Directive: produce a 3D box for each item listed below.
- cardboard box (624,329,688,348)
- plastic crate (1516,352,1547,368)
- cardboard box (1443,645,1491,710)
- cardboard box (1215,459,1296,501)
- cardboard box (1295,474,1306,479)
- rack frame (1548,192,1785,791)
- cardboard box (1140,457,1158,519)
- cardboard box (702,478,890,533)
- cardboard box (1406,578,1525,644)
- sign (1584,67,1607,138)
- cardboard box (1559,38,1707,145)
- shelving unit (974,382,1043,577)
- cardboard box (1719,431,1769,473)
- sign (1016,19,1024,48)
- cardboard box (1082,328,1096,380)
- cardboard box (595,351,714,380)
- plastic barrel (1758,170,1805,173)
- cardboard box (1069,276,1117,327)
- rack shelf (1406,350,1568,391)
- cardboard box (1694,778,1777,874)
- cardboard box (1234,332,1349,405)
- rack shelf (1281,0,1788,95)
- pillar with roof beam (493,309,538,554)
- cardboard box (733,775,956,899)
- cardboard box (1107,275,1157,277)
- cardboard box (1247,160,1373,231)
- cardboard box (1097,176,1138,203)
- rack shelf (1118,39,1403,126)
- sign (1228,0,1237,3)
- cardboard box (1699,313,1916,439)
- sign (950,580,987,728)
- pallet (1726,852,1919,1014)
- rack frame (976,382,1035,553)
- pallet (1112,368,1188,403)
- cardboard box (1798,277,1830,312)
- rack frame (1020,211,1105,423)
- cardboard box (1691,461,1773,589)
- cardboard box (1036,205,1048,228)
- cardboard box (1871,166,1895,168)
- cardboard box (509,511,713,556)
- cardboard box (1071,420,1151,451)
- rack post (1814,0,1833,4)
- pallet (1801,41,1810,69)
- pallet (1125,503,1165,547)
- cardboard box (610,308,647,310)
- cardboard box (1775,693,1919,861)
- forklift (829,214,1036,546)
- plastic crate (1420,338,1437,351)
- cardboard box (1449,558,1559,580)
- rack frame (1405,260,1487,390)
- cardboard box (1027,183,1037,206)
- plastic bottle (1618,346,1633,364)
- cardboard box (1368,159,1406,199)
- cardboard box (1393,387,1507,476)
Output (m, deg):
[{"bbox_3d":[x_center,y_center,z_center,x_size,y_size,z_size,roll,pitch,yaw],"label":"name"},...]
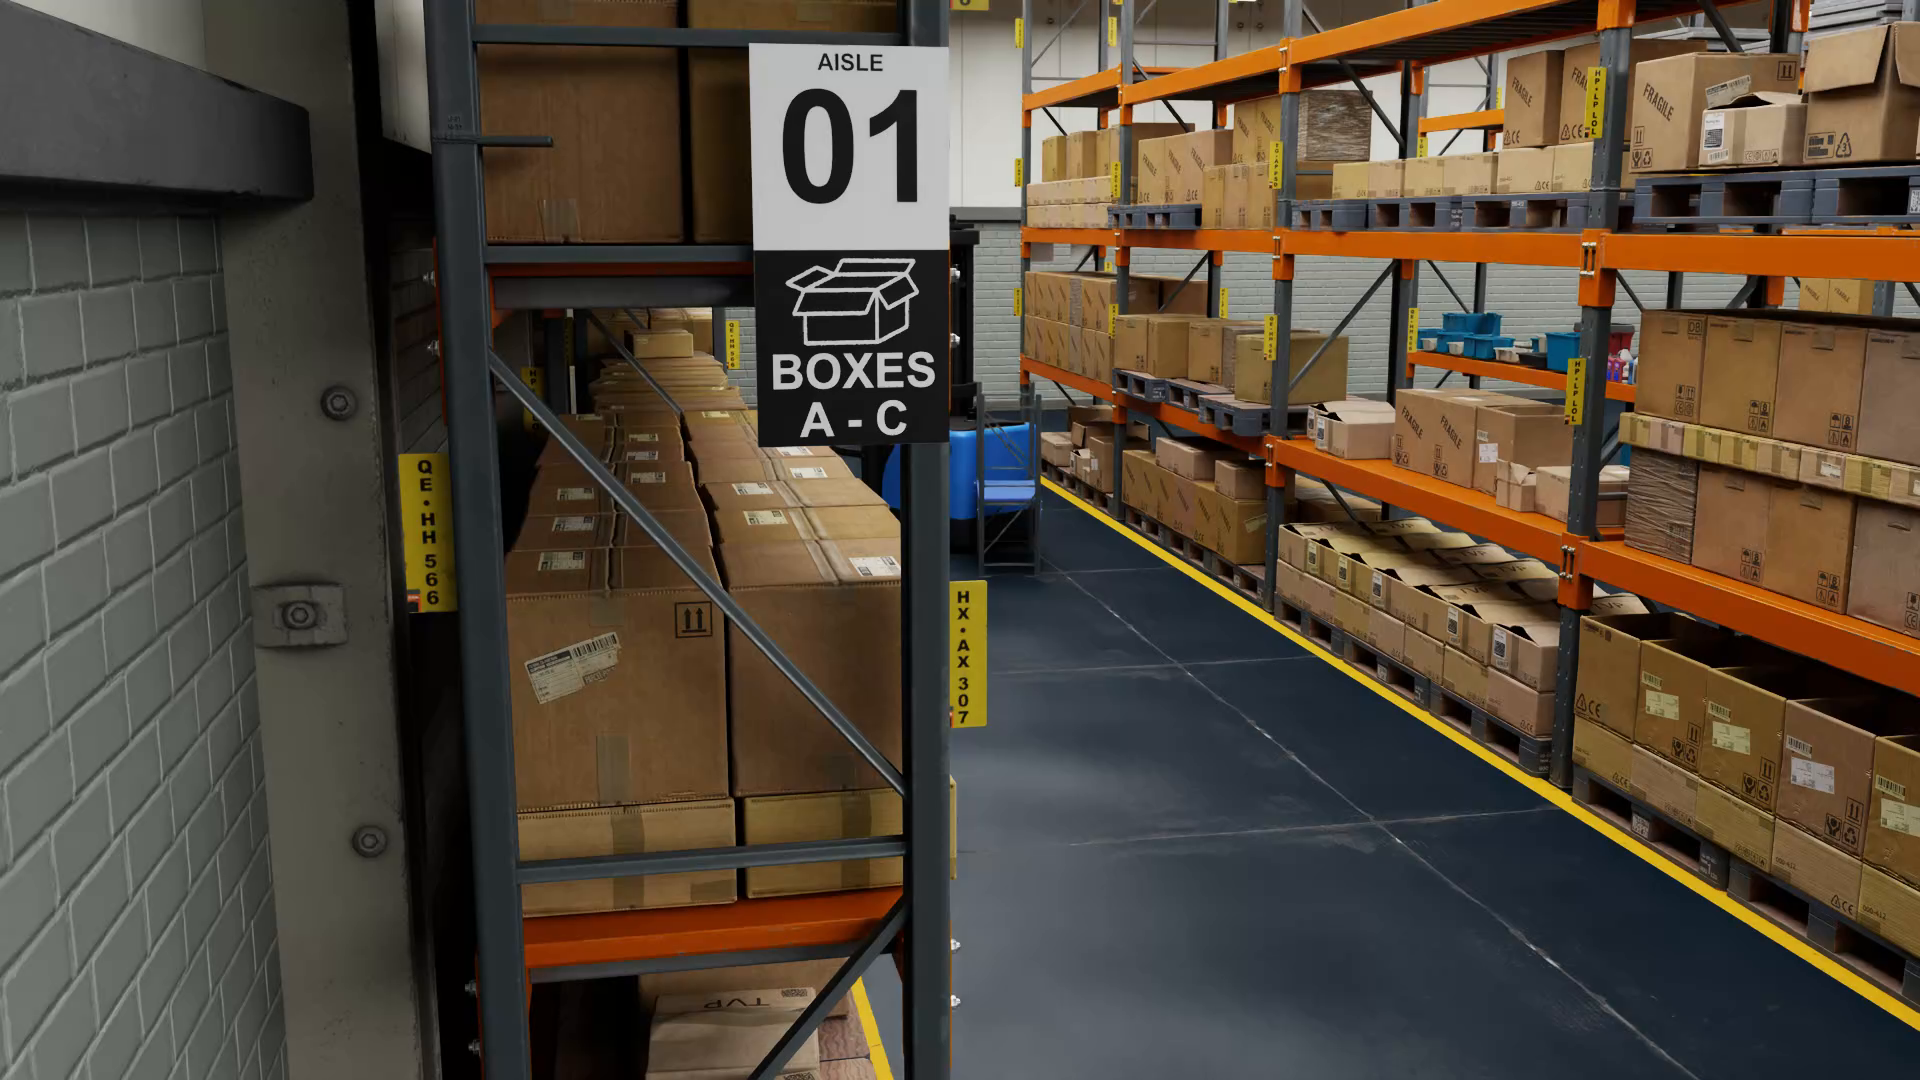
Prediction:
[{"bbox_3d":[-1.983,-1.295,10.853,0.380,0.149,0.250,-4,11,-18],"label":"cardboard box"},{"bbox_3d":[6.379,-1.957,18.086,0.437,0.125,0.590,-2,11,-11],"label":"plastic crate"},{"bbox_3d":[3.095,0.765,9.436,0.500,0.250,0.500,-2,11,-12],"label":"cardboard box"},{"bbox_3d":[2.352,-0.484,13.273,0.500,0.250,0.500,-2,11,-9],"label":"cardboard box"},{"bbox_3d":[2.664,-0.320,14.416,0.500,0.500,0.500,-3,11,-13],"label":"cardboard box"},{"bbox_3d":[3.557,-0.221,8.387,1.000,3.000,0.127,-2,11,-11],"label":"rack frame"},{"bbox_3d":[1.971,-0.481,15.264,0.500,0.500,0.500,-2,11,-10],"label":"cardboard box"},{"bbox_3d":[-0.502,0.105,5.019,0.500,0.500,0.500,-2,11,-13],"label":"cardboard box"},{"bbox_3d":[2.995,0.398,9.869,0.500,0.311,0.500,-2,11,-11],"label":"cardboard box"},{"bbox_3d":[3.027,-2.081,7.915,0.100,0.325,0.005,-2,11,-11],"label":"sign"},{"bbox_3d":[3.476,-2.310,8.613,0.500,0.500,0.500,-2,11,-10],"label":"cardboard box"},{"bbox_3d":[0.400,-0.528,14.012,0.538,1.500,1.048,0,11,-1],"label":"shelving unit"},{"bbox_3d":[3.573,-0.391,7.278,0.380,0.149,0.250,-2,11,-12],"label":"cardboard box"},{"bbox_3d":[0.691,-5.847,19.191,0.100,0.325,0.005,-2,11,-11],"label":"sign"},{"bbox_3d":[1.551,-1.914,17.015,0.500,0.500,0.500,-2,11,-9],"label":"cardboard box"},{"bbox_3d":[-1.978,-0.953,10.790,0.700,0.500,0.500,-3,11,-18],"label":"cardboard box"},{"bbox_3d":[7.146,-3.200,14.531,0.433,0.535,0.433,0,11,0],"label":"plastic barrel"},{"bbox_3d":[1.449,-2.498,17.409,0.500,0.500,0.500,-2,11,-11],"label":"cardboard box"},{"bbox_3d":[6.472,-1.881,19.033,1.077,0.370,4.000,-2,11,-11],"label":"rack shelf"},{"bbox_3d":[3.534,1.204,7.134,0.500,0.250,0.500,-2,11,-11],"label":"cardboard box"},{"bbox_3d":[2.546,-1.321,12.778,0.700,0.500,0.500,-6,12,-30],"label":"cardboard box"},{"bbox_3d":[3.168,-2.985,9.858,1.077,0.370,4.000,-2,11,-11],"label":"rack shelf"},{"bbox_3d":[1.548,-3.607,10.135,9.100,9.000,0.400,-2,11,-11],"label":"pillar with roof beam"},{"bbox_3d":[-0.307,0.657,4.125,0.500,0.250,0.500,-2,11,-13],"label":"cardboard box"},{"bbox_3d":[1.884,-2.608,17.990,0.500,0.500,0.500,-2,11,-9],"label":"cardboard box"},{"bbox_3d":[2.661,-2.556,12.365,0.910,0.500,0.500,-2,11,-11],"label":"cardboard box"},{"bbox_3d":[1.640,-3.413,16.199,0.500,0.250,0.500,-2,11,-11],"label":"cardboard box"},{"bbox_3d":[2.390,-3.718,13.712,1.077,0.370,4.000,-2,11,-11],"label":"rack shelf"},{"bbox_3d":[2.544,-5.193,15.544,0.100,0.325,0.005,-2,11,-11],"label":"sign"},{"bbox_3d":[3.749,-0.733,7.343,0.700,0.500,0.500,-2,11,-11],"label":"cardboard box"},{"bbox_3d":[0.009,0.249,3.605,0.100,0.325,0.005,-2,11,-11],"label":"sign"},{"bbox_3d":[3.911,1.521,6.695,1.003,0.211,1.213,-2,11,-11],"label":"pallet"},{"bbox_3d":[0.395,-0.623,14.511,0.500,1.500,0.032,0,11,-1],"label":"rack frame"},{"bbox_3d":[2.049,-1.443,15.323,1.003,0.211,1.213,-2,11,-11],"label":"pallet"},{"bbox_3d":[10.867,-3.032,20.759,0.500,0.500,0.500,-2,11,-12],"label":"cardboard box"},{"bbox_3d":[1.223,-2.421,19.950,1.000,3.000,0.127,-2,11,-11],"label":"rack frame"},{"bbox_3d":[3.758,-0.092,7.444,0.700,0.500,0.500,-2,11,-12],"label":"cardboard box"},{"bbox_3d":[1.158,-3.626,18.656,0.500,0.250,0.500,-2,11,-11],"label":"cardboard box"},{"bbox_3d":[4.060,-1.635,6.967,0.380,0.149,0.250,-2,11,-11],"label":"cardboard box"},{"bbox_3d":[-0.912,0.218,4.425,0.500,0.500,0.500,-2,11,-10],"label":"cardboard box"},{"bbox_3d":[1.631,-1.022,18.097,0.797,0.503,0.637,-2,11,-11],"label":"cardboard box"},{"bbox_3d":[7.391,-4.473,13.307,0.624,0.289,0.986,-2,11,-11],"label":"rack post"},{"bbox_3d":[7.528,-3.925,13.379,1.213,0.211,1.003,-2,11,-11],"label":"pallet"},{"bbox_3d":[2.196,-0.170,15.580,1.003,0.211,1.213,-2,11,-11],"label":"pallet"},{"bbox_3d":[-2.715,-1.703,13.055,0.500,0.250,0.500,-2,11,-12],"label":"cardboard box"},{"bbox_3d":[3.634,0.927,6.583,0.500,0.500,0.500,-2,11,-11],"label":"cardboard box"},{"bbox_3d":[-0.660,-1.577,15.697,1.130,2.935,3.031,-10,15,-43],"label":"forklift"},{"bbox_3d":[5.789,-2.382,20.286,0.250,0.136,0.298,-2,11,-11],"label":"plastic crate"},{"bbox_3d":[3.421,0.282,10.479,0.500,0.311,0.500,-2,11,-9],"label":"cardboard box"},{"bbox_3d":[6.083,-2.601,20.893,1.000,3.000,0.127,-2,11,-11],"label":"rack frame"},{"bbox_3d":[1.068,-3.963,19.092,0.500,0.250,0.500,-2,11,-11],"label":"cardboard box"},{"bbox_3d":[6.619,-1.759,16.603,0.144,0.351,0.185,-2,11,-11],"label":"plastic bottle"},{"bbox_3d":[3.042,-2.384,11.007,0.500,0.250,0.500,-2,11,-9],"label":"cardboard box"},{"bbox_3d":[3.121,-0.696,10.618,0.500,0.500,0.500,-3,11,-14],"label":"cardboard box"}]
